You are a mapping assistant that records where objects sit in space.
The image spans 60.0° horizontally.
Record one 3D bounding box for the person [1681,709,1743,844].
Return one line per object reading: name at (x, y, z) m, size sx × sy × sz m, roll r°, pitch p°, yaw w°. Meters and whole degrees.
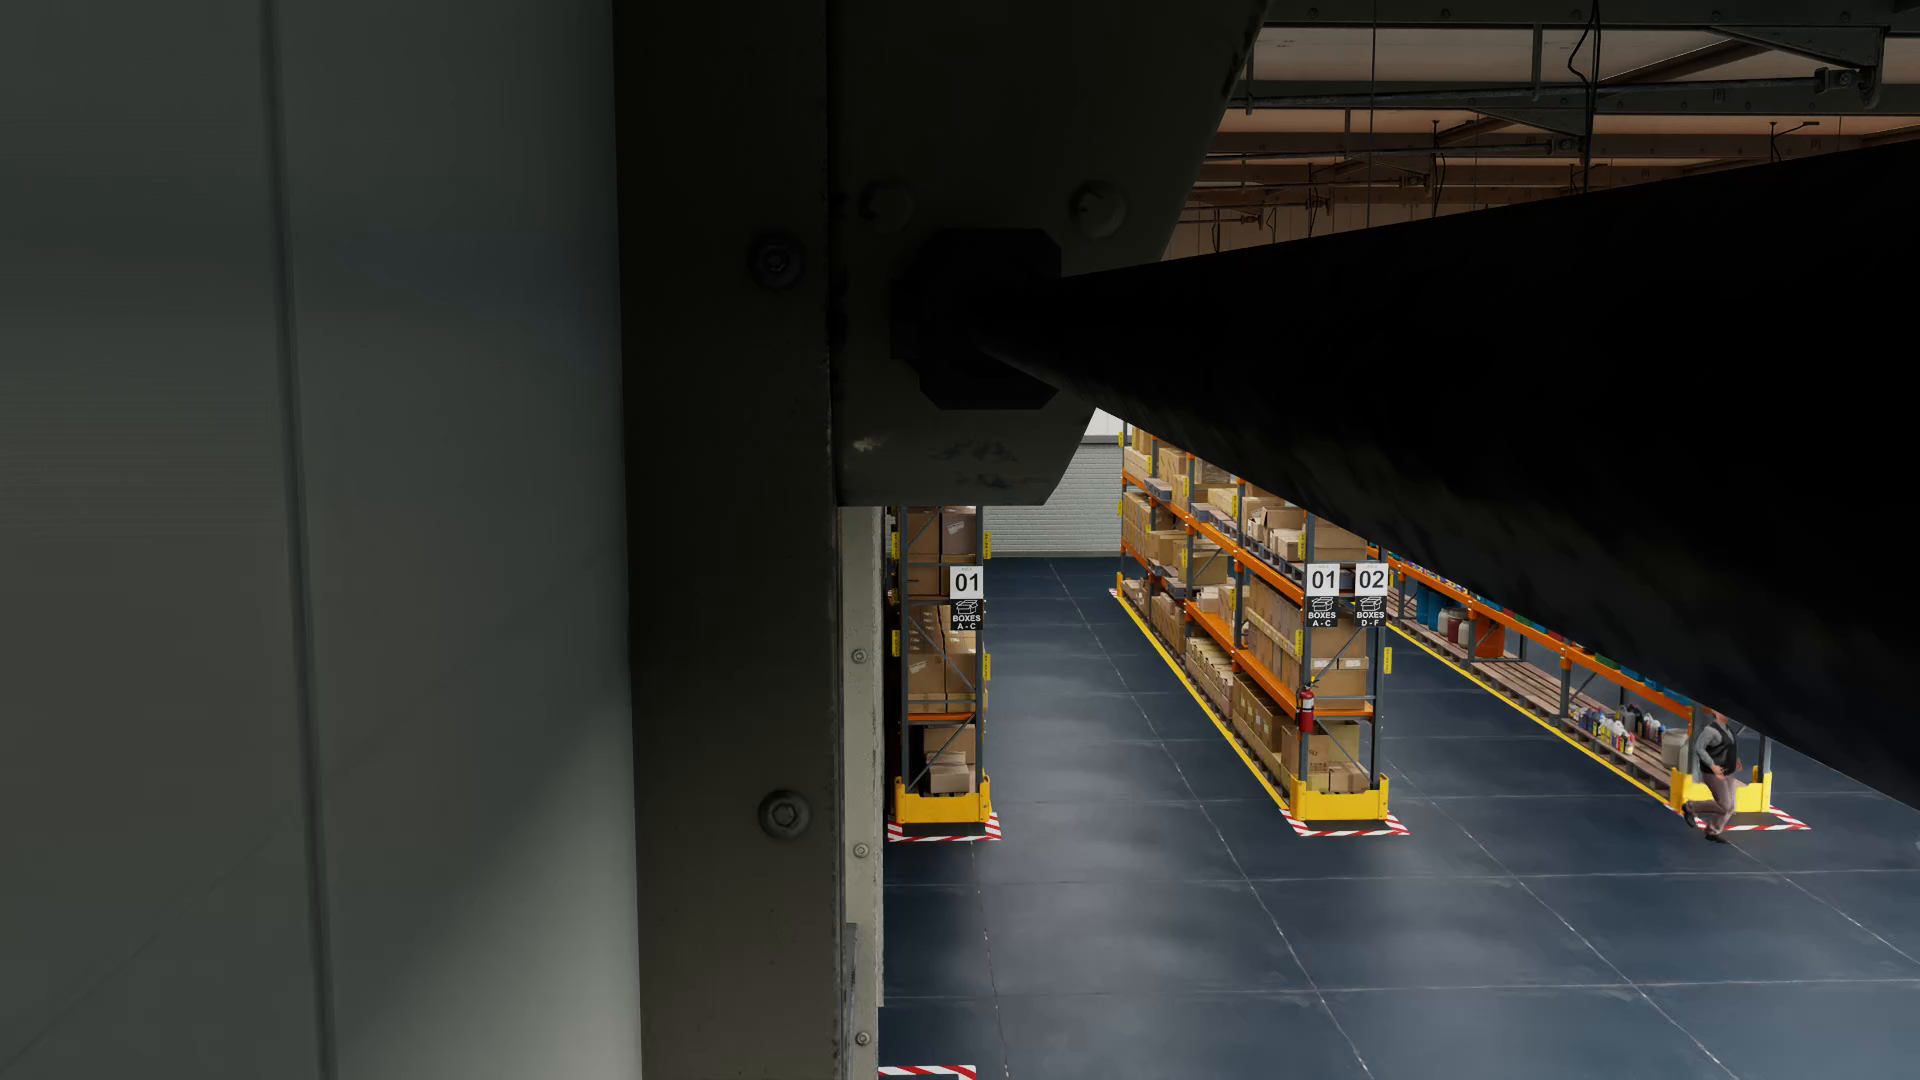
person at (8.958, 2.747, 19.759) m, size 0.664 × 1.675 × 0.584 m, roll -7°, pitch 11°, yaw -43°
